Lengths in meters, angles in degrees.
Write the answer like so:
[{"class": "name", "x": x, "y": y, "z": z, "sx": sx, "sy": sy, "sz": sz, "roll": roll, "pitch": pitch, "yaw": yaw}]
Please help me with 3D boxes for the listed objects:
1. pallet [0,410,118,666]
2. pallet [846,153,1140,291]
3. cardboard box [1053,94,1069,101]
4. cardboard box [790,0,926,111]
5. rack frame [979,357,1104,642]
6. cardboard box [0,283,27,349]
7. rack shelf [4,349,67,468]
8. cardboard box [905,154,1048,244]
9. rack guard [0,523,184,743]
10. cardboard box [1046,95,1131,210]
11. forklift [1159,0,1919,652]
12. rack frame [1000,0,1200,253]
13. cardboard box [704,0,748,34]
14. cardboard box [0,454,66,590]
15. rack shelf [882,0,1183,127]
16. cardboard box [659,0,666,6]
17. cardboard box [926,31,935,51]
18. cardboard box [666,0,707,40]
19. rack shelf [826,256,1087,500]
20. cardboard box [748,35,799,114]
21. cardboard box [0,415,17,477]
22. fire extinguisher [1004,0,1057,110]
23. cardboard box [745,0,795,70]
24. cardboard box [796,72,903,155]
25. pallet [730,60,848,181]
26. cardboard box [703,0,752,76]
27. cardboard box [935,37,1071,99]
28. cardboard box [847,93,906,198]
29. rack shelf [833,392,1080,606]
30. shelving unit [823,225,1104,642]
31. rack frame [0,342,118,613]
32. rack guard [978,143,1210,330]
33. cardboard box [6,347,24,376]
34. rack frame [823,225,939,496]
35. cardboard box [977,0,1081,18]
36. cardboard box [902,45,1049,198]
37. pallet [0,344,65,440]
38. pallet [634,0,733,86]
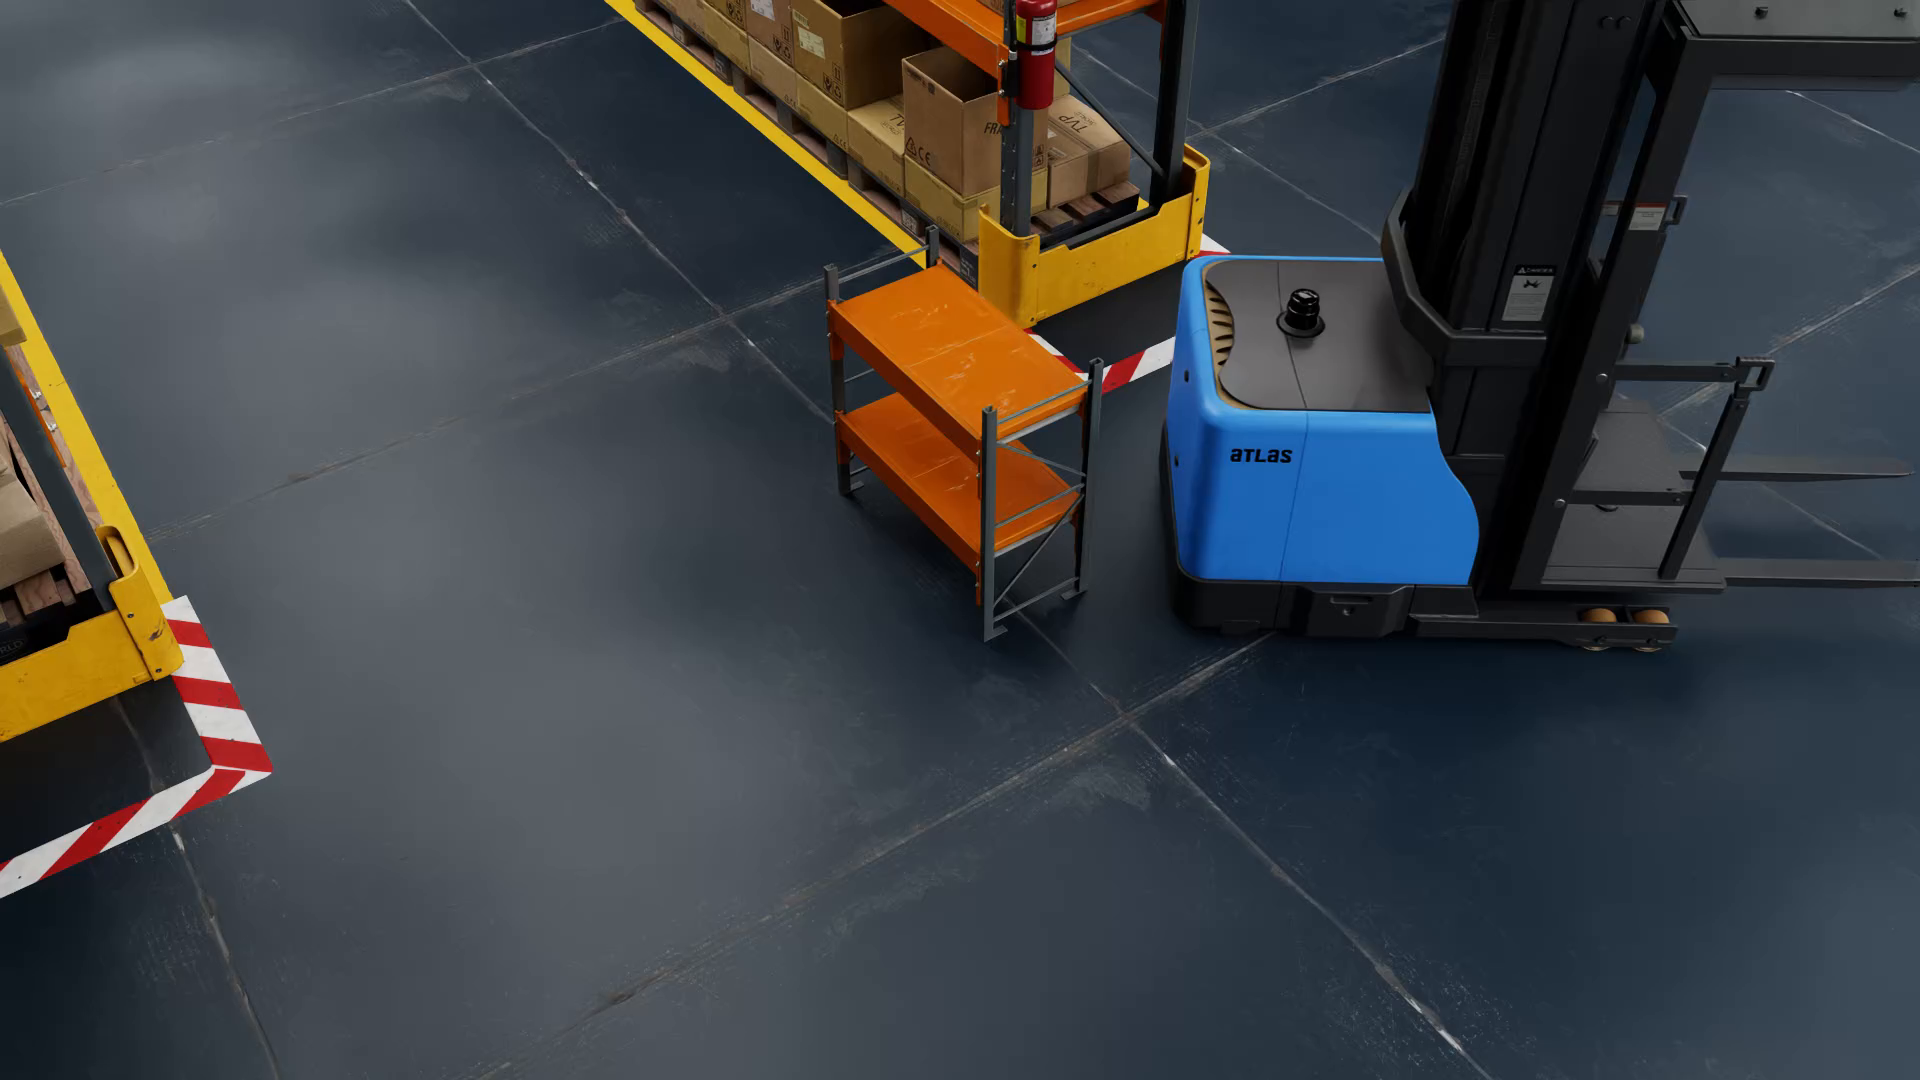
[{"class": "pallet", "x": -3.915, "y": 0.059, "z": 6.535, "sx": 1.003, "sy": 0.211, "sz": 1.213, "roll": -26, "pitch": 49, "yaw": -24}, {"class": "pallet", "x": 0.153, "y": -1.799, "z": 8.482, "sx": 1.003, "sy": 0.211, "sz": 1.213, "roll": -26, "pitch": 49, "yaw": -24}, {"class": "cardboard box", "x": 0.211, "y": -2.222, "z": 8.592, "sx": 0.500, "sy": 0.250, "sz": 0.500, "roll": -26, "pitch": 49, "yaw": -24}, {"class": "cardboard box", "x": -0.510, "y": -2.567, "z": 8.410, "sx": 0.500, "sy": 0.500, "sz": 0.500, "roll": -26, "pitch": 49, "yaw": -24}, {"class": "rack frame", "x": 0.287, "y": -0.123, "z": 6.064, "sx": 0.500, "sy": 1.125, "sz": 0.032, "roll": -26, "pitch": 49, "yaw": -24}, {"class": "cardboard box", "x": -3.455, "y": -0.787, "z": 5.496, "sx": 0.500, "sy": 0.250, "sz": 0.500, "roll": -27, "pitch": 50, "yaw": -26}, {"class": "rack shelf", "x": -4.580, "y": -1.305, "z": 6.466, "sx": 1.077, "sy": 0.370, "sz": 4.000, "roll": -26, "pitch": 49, "yaw": -24}, {"class": "cardboard box", "x": 0.076, "y": -1.736, "z": 8.083, "sx": 0.500, "sy": 0.250, "sz": 0.500, "roll": -26, "pitch": 49, "yaw": -24}, {"class": "rack guard", "x": -3.479, "y": 0.429, "z": 5.939, "sx": 1.175, "sy": 0.500, "sz": 0.348, "roll": -26, "pitch": 49, "yaw": -24}, {"class": "cardboard box", "x": 0.501, "y": -1.940, "z": 8.297, "sx": 0.500, "sy": 0.250, "sz": 0.500, "roll": -26, "pitch": 49, "yaw": -24}, {"class": "forklift", "x": 2.336, "y": -1.012, "z": 5.688, "sx": 3.031, "sy": 2.935, "sz": 1.130, "roll": 1, "pitch": 44, "yaw": 1}, {"class": "rack frame", "x": 0.625, "y": -2.391, "z": 7.083, "sx": 1.000, "sy": 3.000, "sz": 0.127, "roll": -26, "pitch": 49, "yaw": -24}, {"class": "cardboard box", "x": -1.083, "y": -3.133, "z": 9.003, "sx": 0.500, "sy": 0.500, "sz": 0.500, "roll": -26, "pitch": 49, "yaw": -24}, {"class": "cardboard box", "x": -3.758, "y": -0.046, "z": 6.255, "sx": 0.500, "sy": 0.311, "sz": 0.500, "roll": -31, "pitch": 52, "yaw": -29}, {"class": "rack shelf", "x": -0.519, "y": -3.264, "z": 8.518, "sx": 1.077, "sy": 0.370, "sz": 4.000, "roll": -26, "pitch": 49, "yaw": -24}, {"class": "cardboard box", "x": -1.647, "y": -3.432, "z": 9.860, "sx": 0.500, "sy": 0.250, "sz": 0.500, "roll": -26, "pitch": 49, "yaw": -24}, {"class": "cardboard box", "x": -0.084, "y": -2.772, "z": 8.626, "sx": 0.500, "sy": 0.500, "sz": 0.500, "roll": -26, "pitch": 49, "yaw": -24}, {"class": "cardboard box", "x": -1.365, "y": -3.147, "z": 9.561, "sx": 0.500, "sy": 0.250, "sz": 0.500, "roll": -26, "pitch": 49, "yaw": -24}, {"class": "rack shelf", "x": -0.004, "y": -0.622, "z": 6.163, "sx": 0.538, "sy": 0.278, "sz": 1.000, "roll": -26, "pitch": 49, "yaw": -24}, {"class": "cardboard box", "x": -0.792, "y": -2.581, "z": 8.968, "sx": 0.500, "sy": 0.250, "sz": 0.500, "roll": -26, "pitch": 49, "yaw": -24}, {"class": "cardboard box", "x": -4.084, "y": -0.369, "z": 6.593, "sx": 0.500, "sy": 0.311, "sz": 0.500, "roll": -22, "pitch": 48, "yaw": -21}, {"class": "fire extinguisher", "x": 0.312, "y": -2.113, "z": 6.847, "sx": 0.296, "sy": 0.674, "sz": 0.183, "roll": -26, "pitch": 49, "yaw": -24}, {"class": "cardboard box", "x": -0.795, "y": -2.850, "z": 8.708, "sx": 0.500, "sy": 0.500, "sz": 0.500, "roll": -26, "pitch": 49, "yaw": -24}, {"class": "cardboard box", "x": -0.508, "y": -2.297, "z": 8.671, "sx": 0.500, "sy": 0.250, "sz": 0.500, "roll": -26, "pitch": 49, "yaw": -24}, {"class": "pallet", "x": -0.541, "y": -2.490, "z": 9.205, "sx": 1.003, "sy": 0.211, "sz": 1.213, "roll": -26, "pitch": 49, "yaw": -24}, {"class": "cardboard box", "x": -1.083, "y": -2.861, "z": 9.262, "sx": 0.500, "sy": 0.250, "sz": 0.500, "roll": -26, "pitch": 49, "yaw": -24}, {"class": "cardboard box", "x": 0.213, "y": -2.494, "z": 8.334, "sx": 0.500, "sy": 0.500, "sz": 0.500, "roll": -26, "pitch": 49, "yaw": -24}, {"class": "cardboard box", "x": -0.220, "y": -2.014, "z": 8.375, "sx": 0.500, "sy": 0.250, "sz": 0.500, "roll": -26, "pitch": 49, "yaw": -24}, {"class": "rack shelf", "x": -0.004, "y": -0.234, "z": 6.534, "sx": 0.538, "sy": 0.278, "sz": 1.000, "roll": -26, "pitch": 49, "yaw": -24}, {"class": "shelving unit", "x": -0.004, "y": -0.411, "z": 6.366, "sx": 0.538, "sy": 1.125, "sz": 1.048, "roll": -26, "pitch": 49, "yaw": -24}, {"class": "rack frame", "x": -3.436, "y": -0.432, "z": 5.031, "sx": 1.000, "sy": 3.000, "sz": 0.127, "roll": -26, "pitch": 49, "yaw": -24}, {"class": "rack guard", "x": 0.639, "y": -1.474, "z": 7.932, "sx": 1.175, "sy": 0.500, "sz": 0.348, "roll": -26, "pitch": 49, "yaw": -24}, {"class": "cardboard box", "x": -4.463, "y": -0.873, "z": 6.984, "sx": 0.700, "sy": 0.500, "sz": 0.500, "roll": -29, "pitch": 51, "yaw": -27}, {"class": "rack frame", "x": -0.295, "y": -0.699, "z": 6.667, "sx": 0.500, "sy": 1.125, "sz": 0.032, "roll": -26, "pitch": 49, "yaw": -24}, {"class": "cardboard box", "x": 0.368, "y": -2.697, "z": 7.330, "sx": 0.700, "sy": 0.500, "sz": 0.500, "roll": -26, "pitch": 49, "yaw": -24}, {"class": "cardboard box", "x": 0.074, "y": -2.006, "z": 7.823, "sx": 0.500, "sy": 0.500, "sz": 0.500, "roll": -26, "pitch": 49, "yaw": -24}, {"class": "pallet", "x": -4.609, "y": -0.631, "z": 7.258, "sx": 1.003, "sy": 0.211, "sz": 1.213, "roll": -26, "pitch": 49, "yaw": -24}, {"class": "pallet", "x": -1.243, "y": -3.181, "z": 9.929, "sx": 1.003, "sy": 0.211, "sz": 1.213, "roll": -26, "pitch": 49, "yaw": -24}]
